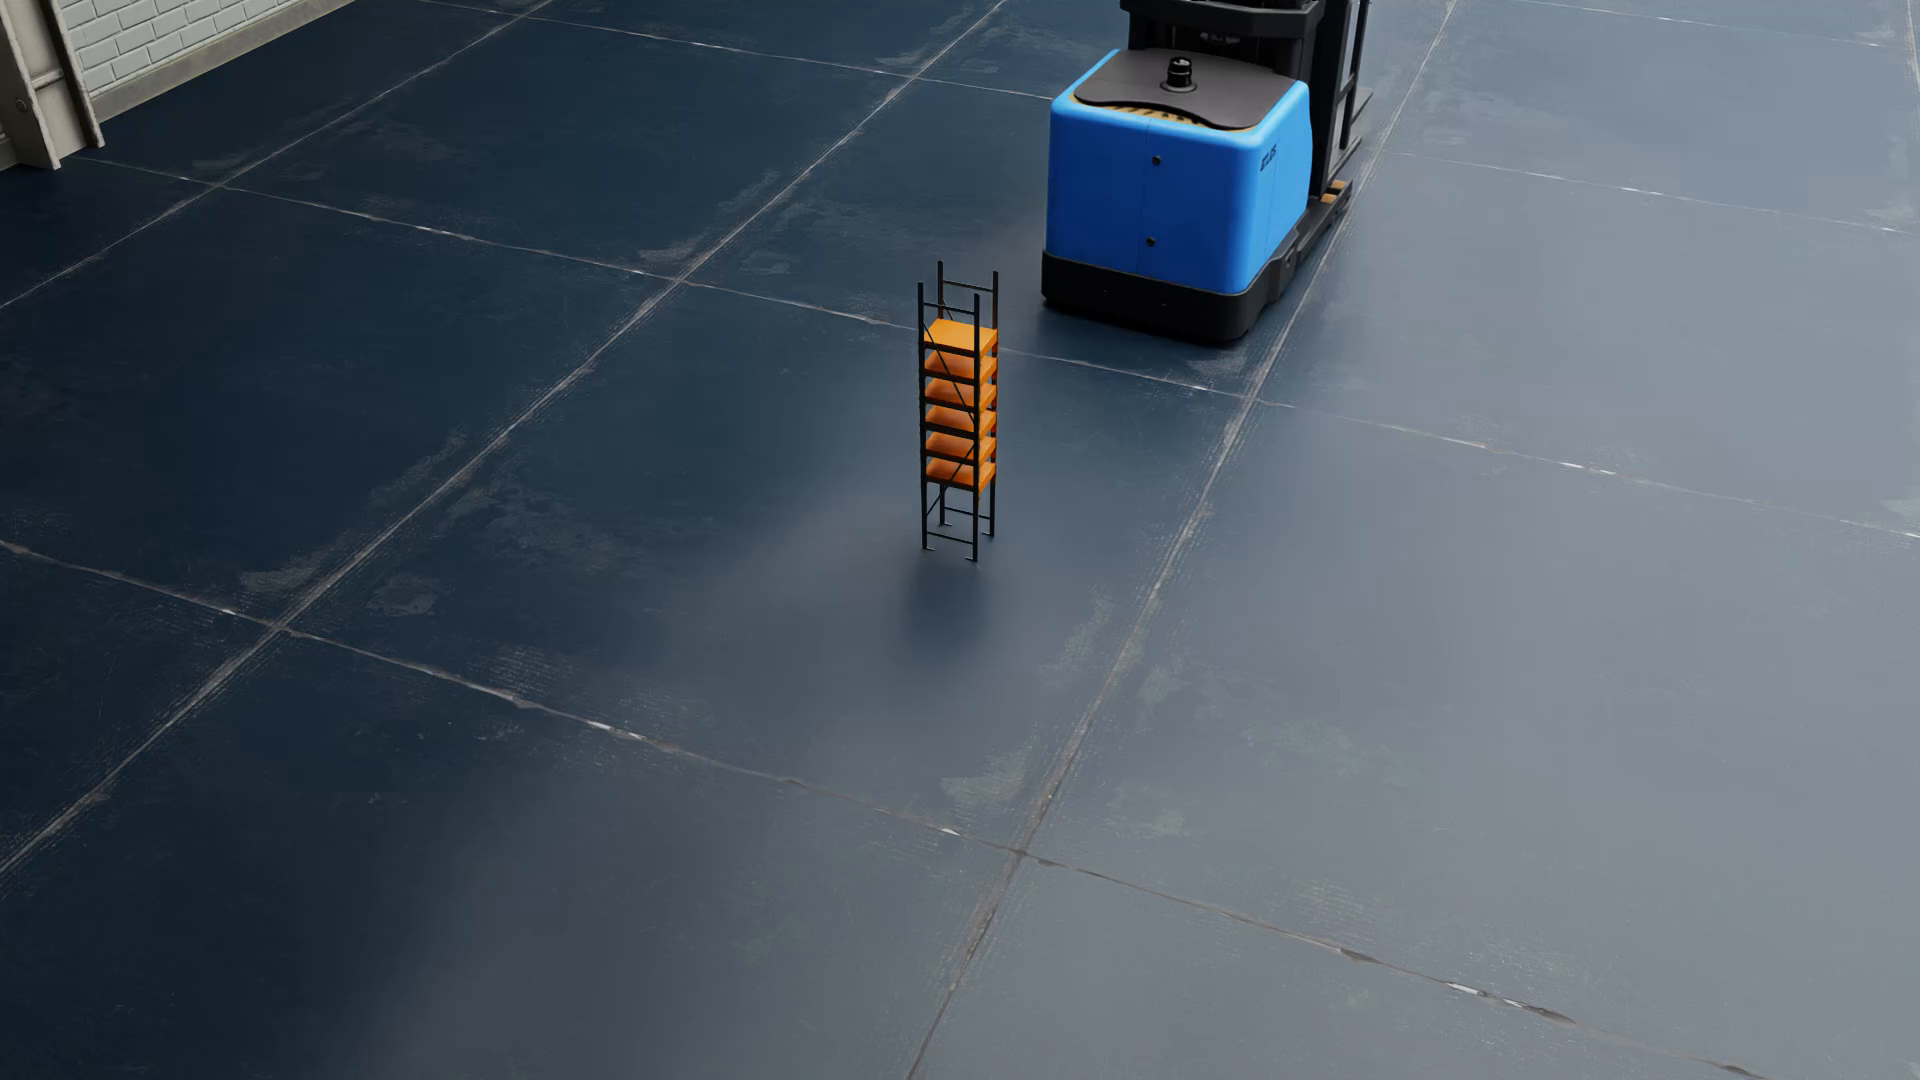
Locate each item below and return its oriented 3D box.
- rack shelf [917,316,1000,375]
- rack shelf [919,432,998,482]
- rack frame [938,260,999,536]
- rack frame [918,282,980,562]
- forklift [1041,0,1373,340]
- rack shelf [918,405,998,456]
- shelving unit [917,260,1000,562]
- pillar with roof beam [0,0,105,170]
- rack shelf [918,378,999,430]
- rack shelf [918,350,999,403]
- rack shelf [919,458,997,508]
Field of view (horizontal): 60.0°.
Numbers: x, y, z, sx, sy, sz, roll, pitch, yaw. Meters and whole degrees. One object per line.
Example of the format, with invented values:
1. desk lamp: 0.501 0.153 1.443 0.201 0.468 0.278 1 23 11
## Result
1. rack shelf: -0.006 -0.725 6.191 0.258 0.103 0.180 14 39 18
2. rack shelf: -0.006 -0.341 6.479 0.258 0.103 0.180 14 39 18
3. rack frame: 0.029 -0.523 6.448 0.240 1.200 0.006 14 39 18
4. rack frame: -0.040 -0.422 6.312 0.240 1.200 0.006 14 39 18
5. forklift: 1.512 -2.995 8.309 1.130 2.935 3.031 17 40 21
6. rack shelf: -0.006 -0.437 6.407 0.258 0.103 0.180 14 39 18
7. shelving unit: -0.006 -0.473 6.380 0.258 1.200 0.189 14 39 18
8. pillar with roof beam: -1.322 -4.906 5.798 9.100 9.000 0.400 14 39 18
9. rack shelf: -0.006 -0.533 6.335 0.258 0.103 0.180 14 39 18
10. rack shelf: -0.006 -0.629 6.263 0.258 0.103 0.180 14 39 18
11. rack shelf: -0.006 -0.245 6.550 0.258 0.103 0.180 14 39 18
